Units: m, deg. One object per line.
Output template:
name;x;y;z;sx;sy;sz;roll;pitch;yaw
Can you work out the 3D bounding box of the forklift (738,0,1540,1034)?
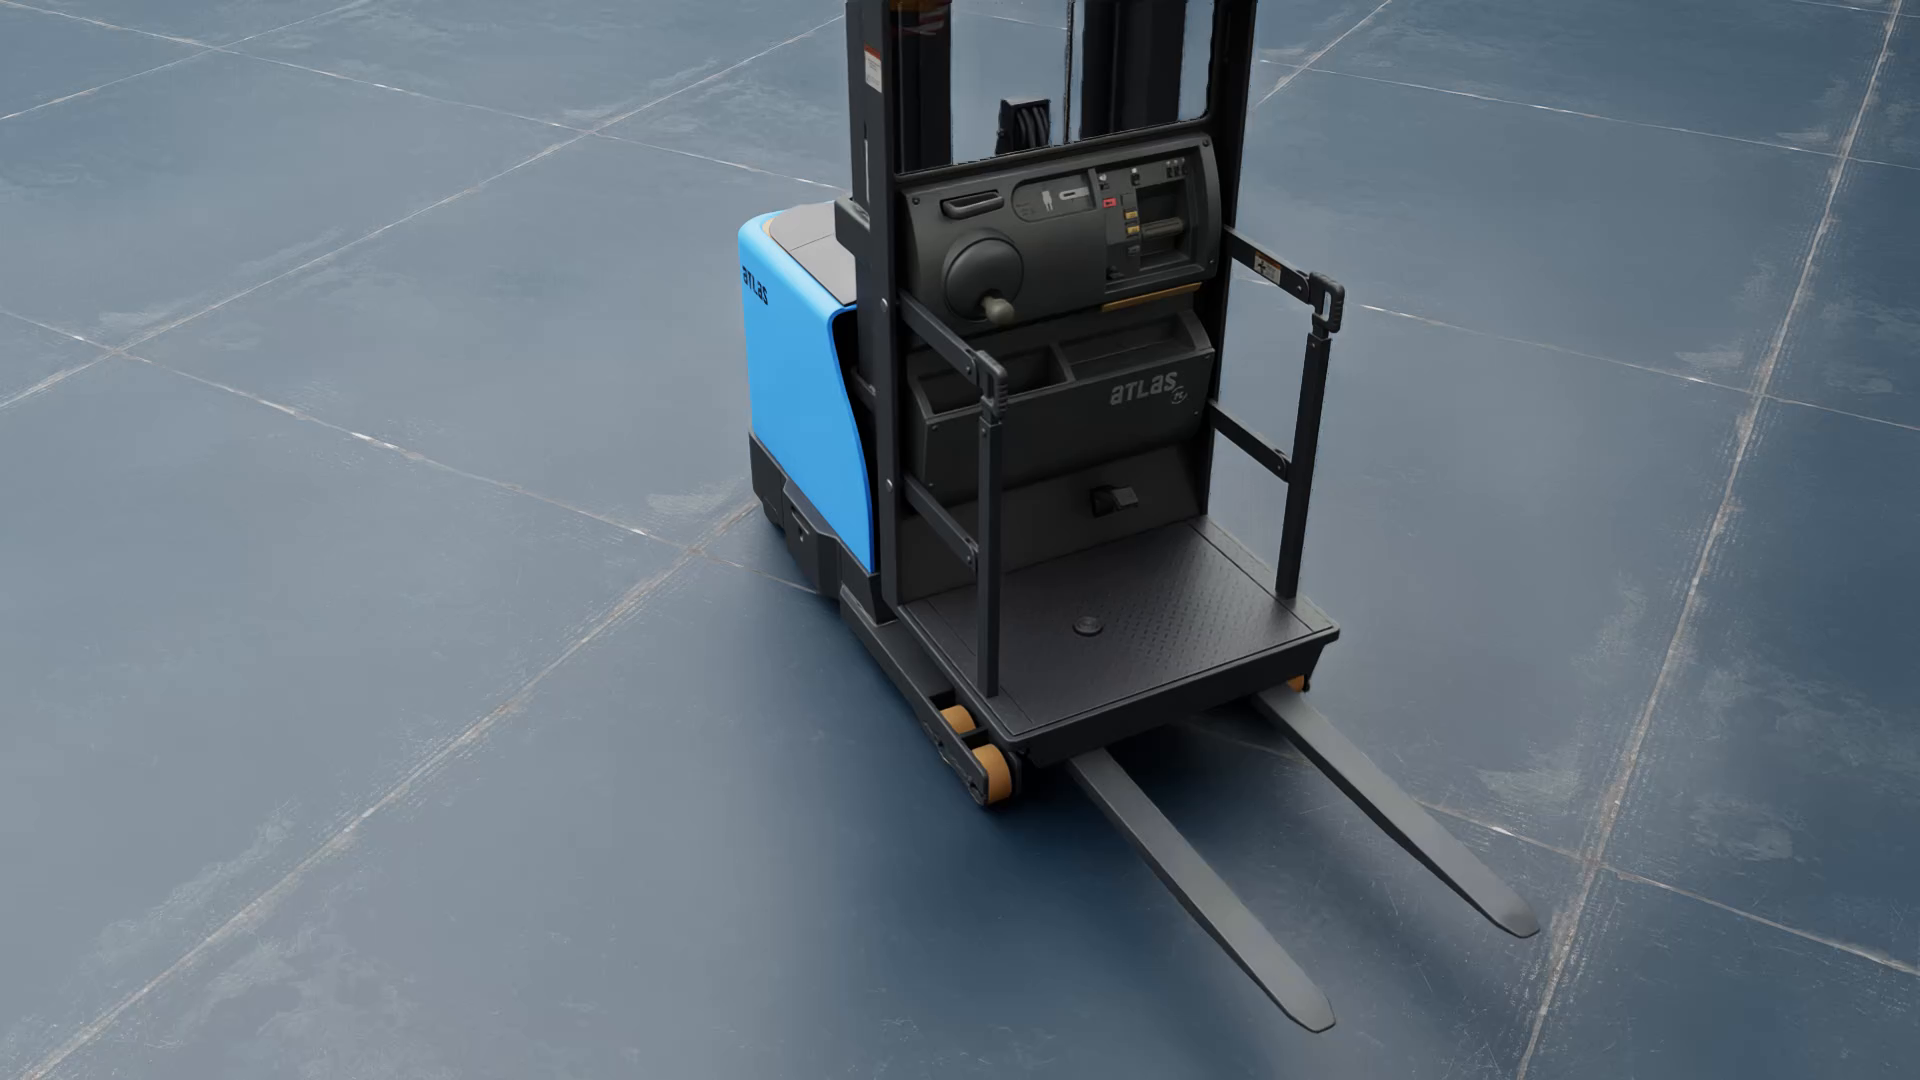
forklift;0.391;-0.767;4.257;1.130;2.935;3.031;-16;37;-23
